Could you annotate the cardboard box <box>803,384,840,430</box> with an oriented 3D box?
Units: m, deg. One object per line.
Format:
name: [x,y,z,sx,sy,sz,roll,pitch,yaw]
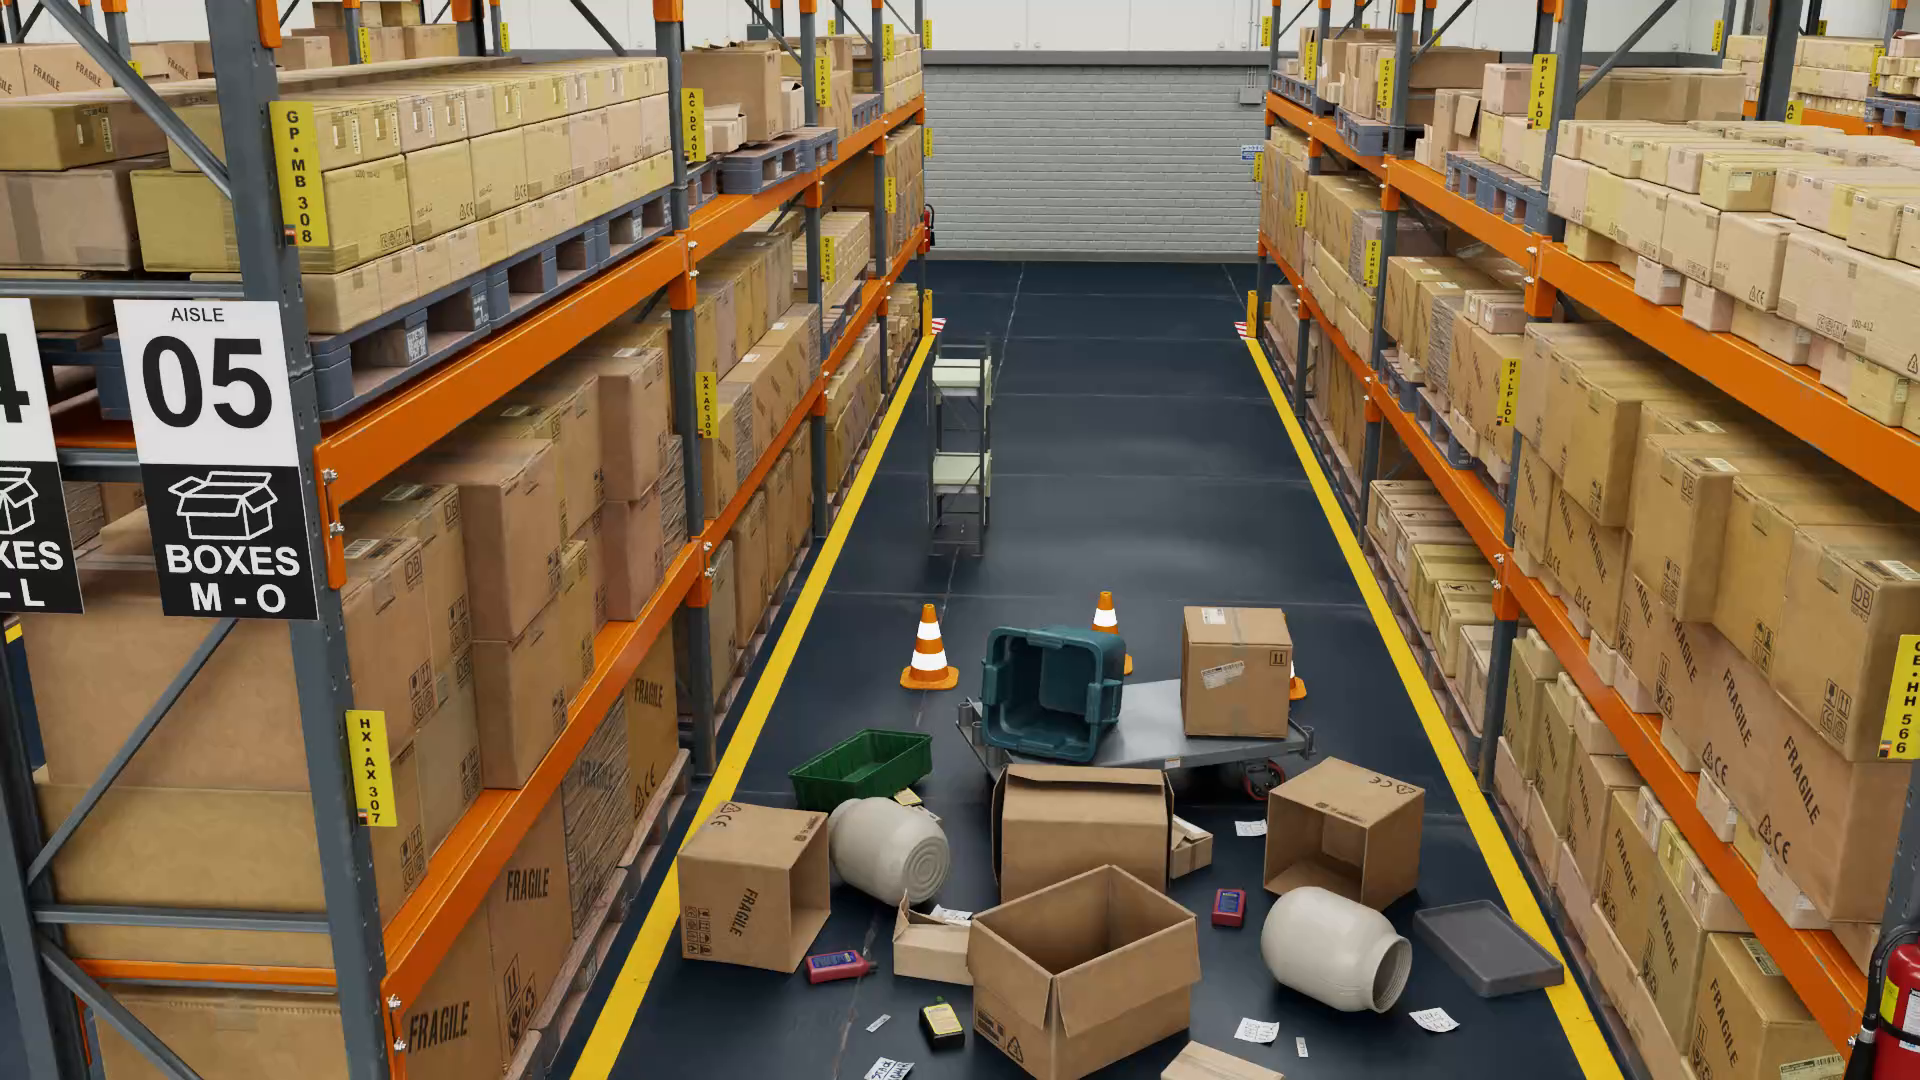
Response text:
cardboard box: [-1.205,-1.036,12.904,0.500,0.250,0.500,0,18,1]

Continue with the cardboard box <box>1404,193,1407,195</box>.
cardboard box: [3.868,-2.683,14.028,0.500,0.500,0.500,2,18,6]

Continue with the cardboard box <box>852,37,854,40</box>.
cardboard box: [-1.314,-5.148,17.297,0.380,0.149,0.250,2,18,6]

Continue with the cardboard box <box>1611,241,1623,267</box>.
cardboard box: [2.912,-1.193,6.833,0.380,0.149,0.250,1,18,4]

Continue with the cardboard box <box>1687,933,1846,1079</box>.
cardboard box: [2.672,1.600,5.259,0.500,0.500,0.500,1,18,4]

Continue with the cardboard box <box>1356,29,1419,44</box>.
cardboard box: [3.987,-4.521,15.589,0.500,0.500,0.500,2,18,5]

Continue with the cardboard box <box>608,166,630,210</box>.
cardboard box: [-1.544,-1.412,6.666,0.380,0.149,0.250,1,18,4]

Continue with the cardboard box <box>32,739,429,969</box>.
cardboard box: [-2.088,0.838,4.808,0.875,0.550,0.550,1,18,4]

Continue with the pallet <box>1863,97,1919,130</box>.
pallet: [8.569,-3.648,14.224,1.213,0.211,1.003,1,18,4]

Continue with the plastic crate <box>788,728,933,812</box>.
plastic crate: [-0.489,1.175,8.443,0.450,0.188,0.662,0,15,35]

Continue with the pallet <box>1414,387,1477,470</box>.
pallet: [3.347,-0.673,9.969,1.003,0.211,1.213,1,18,4]

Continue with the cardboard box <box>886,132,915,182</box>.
cardboard box: [-0.772,-4.141,18.000,0.500,0.500,0.500,2,18,7]

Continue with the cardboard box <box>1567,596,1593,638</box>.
cardboard box: [2.812,0.311,7.060,0.380,0.149,0.250,2,18,6]

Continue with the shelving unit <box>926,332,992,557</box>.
shelving unit: [0.000,-0.711,12.183,0.431,1.500,0.755,1,18,4]

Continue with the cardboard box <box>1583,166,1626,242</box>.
cardboard box: [2.829,-1.343,6.649,0.500,0.250,0.500,1,18,3]

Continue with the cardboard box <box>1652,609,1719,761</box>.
cardboard box: [2.719,0.430,5.655,0.500,0.500,0.500,1,18,4]

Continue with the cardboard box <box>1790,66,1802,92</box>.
cardboard box: [8.590,-4.641,16.715,0.500,0.250,0.500,1,18,3]

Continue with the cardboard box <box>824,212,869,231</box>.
cardboard box: [-1.044,-2.936,15.338,0.380,0.149,0.250,2,18,6]

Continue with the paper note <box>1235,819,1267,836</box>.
paper note: [1.422,1.399,8.103,0.148,0.019,0.142,1,18,4]

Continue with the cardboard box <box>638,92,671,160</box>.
cardboard box: [-1.562,-1.801,7.213,0.500,0.250,0.500,1,18,3]

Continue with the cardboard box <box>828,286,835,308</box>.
cardboard box: [-1.207,-1.925,13.210,0.380,0.149,0.250,2,18,6]

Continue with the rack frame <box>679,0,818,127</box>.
rack frame: [-1.496,-4.310,11.126,1.000,3.000,0.127,1,18,4]

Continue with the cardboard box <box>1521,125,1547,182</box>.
cardboard box: [3.059,-1.876,8.081,0.500,0.250,0.500,1,18,3]

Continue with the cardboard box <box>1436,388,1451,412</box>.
cardboard box: [3.075,-0.863,9.968,0.380,0.149,0.250,2,18,6]

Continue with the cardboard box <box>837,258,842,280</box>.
cardboard box: [-1.170,-2.227,13.652,0.380,0.149,0.250,1,18,3]

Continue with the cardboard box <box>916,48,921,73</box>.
cardboard box: [-0.702,-5.387,18.667,0.500,0.250,0.500,1,18,2]

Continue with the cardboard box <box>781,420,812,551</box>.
cardboard box: [-1.630,-0.403,11.774,1.050,0.750,0.750,1,18,3]

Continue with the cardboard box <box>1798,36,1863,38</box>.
cardboard box: [9.182,-5.183,17.565,0.500,0.250,0.500,1,18,2]

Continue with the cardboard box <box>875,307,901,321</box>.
cardboard box: [-0.841,-2.416,17.929,0.380,0.149,0.250,1,18,4]

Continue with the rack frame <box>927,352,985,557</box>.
rack frame: [-0.027,-0.597,11.836,0.400,1.500,0.023,1,18,4]

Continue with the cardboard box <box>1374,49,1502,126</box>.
cardboard box: [3.325,-3.175,11.637,0.797,0.503,0.637,0,18,1]

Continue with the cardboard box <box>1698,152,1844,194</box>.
cardboard box: [2.784,-1.248,5.719,0.380,0.149,0.250,2,18,5]

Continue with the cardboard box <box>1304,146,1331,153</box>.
cardboard box: [3.595,-3.792,16.370,0.380,0.149,0.250,1,18,3]

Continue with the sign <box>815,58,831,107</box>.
sign: [-0.943,-3.153,11.454,0.100,0.325,0.005,1,18,4]

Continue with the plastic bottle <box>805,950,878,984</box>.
plastic bottle: [-0.493,1.770,6.922,0.283,0.061,0.133,-5,19,-15]

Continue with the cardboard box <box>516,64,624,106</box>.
cardboard box: [-1.546,-1.794,6.552,0.380,0.149,0.250,2,18,5]

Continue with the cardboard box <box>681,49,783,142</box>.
cardboard box: [-1.342,-2.633,9.829,0.500,0.500,0.500,1,18,4]

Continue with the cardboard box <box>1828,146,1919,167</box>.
cardboard box: [3.331,-1.315,5.925,0.380,0.149,0.250,1,18,5]

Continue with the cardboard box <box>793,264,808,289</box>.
cardboard box: [-1.270,-1.963,12.370,0.380,0.149,0.250,1,18,4]

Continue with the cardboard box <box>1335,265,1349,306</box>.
cardboard box: [3.279,-2.021,13.213,0.500,0.250,0.500,1,18,2]

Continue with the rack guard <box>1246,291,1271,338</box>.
rack guard: [4.024,-2.685,19.813,1.175,0.500,0.348,1,18,4]

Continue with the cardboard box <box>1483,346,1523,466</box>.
cardboard box: [2.966,-0.675,8.353,0.500,0.500,0.500,1,18,3]

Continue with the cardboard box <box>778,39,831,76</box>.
cardboard box: [-1.155,-3.576,12.311,0.396,0.266,0.258,1,18,4]

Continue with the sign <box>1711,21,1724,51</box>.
sign: [8.432,-5.608,18.500,0.100,0.325,0.005,1,18,4]

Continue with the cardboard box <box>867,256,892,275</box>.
cardboard box: [-0.863,-2.663,16.136,0.380,0.149,0.250,2,18,6]

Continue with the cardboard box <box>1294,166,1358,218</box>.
cardboard box: [3.493,-3.298,15.904,0.500,0.500,0.500,1,18,3]

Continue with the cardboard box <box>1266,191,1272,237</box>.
cardboard box: [3.693,-3.612,18.469,0.500,0.500,0.500,1,18,3]

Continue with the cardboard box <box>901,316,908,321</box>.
cardboard box: [-0.773,-2.358,18.229,0.380,0.149,0.250,2,18,7]

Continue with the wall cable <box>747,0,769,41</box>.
wall cable: [-2.020,-10.145,23.766,2.277,5.999,0.120,1,18,4]

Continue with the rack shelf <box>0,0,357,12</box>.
rack shelf: [-6.293,-4.542,13.629,1.077,0.370,4.000,1,18,4]

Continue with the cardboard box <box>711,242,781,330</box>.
cardboard box: [-1.573,-1.686,10.984,0.700,0.500,0.500,1,18,3]

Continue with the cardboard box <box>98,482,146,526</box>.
cardboard box: [-6.464,-0.414,12.178,0.700,0.500,0.500,0,18,1]

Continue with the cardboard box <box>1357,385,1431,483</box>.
cardboard box: [3.581,-0.783,12.733,0.875,0.875,0.875,1,18,3]

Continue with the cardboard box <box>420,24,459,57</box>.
cardboard box: [-6.007,-5.471,18.491,0.700,0.500,0.500,1,18,2]

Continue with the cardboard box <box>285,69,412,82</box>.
cardboard box: [-2.238,-1.648,6.107,0.380,0.149,0.250,1,18,4]

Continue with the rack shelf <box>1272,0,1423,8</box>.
rack shelf: [3.878,-5.563,16.745,1.077,0.370,4.000,1,18,4]

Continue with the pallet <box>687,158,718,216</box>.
pallet: [-1.766,-1.837,8.703,0.805,0.209,1.217,1,18,2]

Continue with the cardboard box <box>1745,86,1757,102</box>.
cardboard box: [8.570,-4.731,17.631,0.380,0.149,0.250,2,18,5]

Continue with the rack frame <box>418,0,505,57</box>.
rack frame: [-5.863,-6.937,19.142,1.000,3.000,0.127,1,18,4]

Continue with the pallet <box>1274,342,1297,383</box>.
pallet: [3.952,-1.912,17.919,1.003,0.211,1.213,1,18,4]
